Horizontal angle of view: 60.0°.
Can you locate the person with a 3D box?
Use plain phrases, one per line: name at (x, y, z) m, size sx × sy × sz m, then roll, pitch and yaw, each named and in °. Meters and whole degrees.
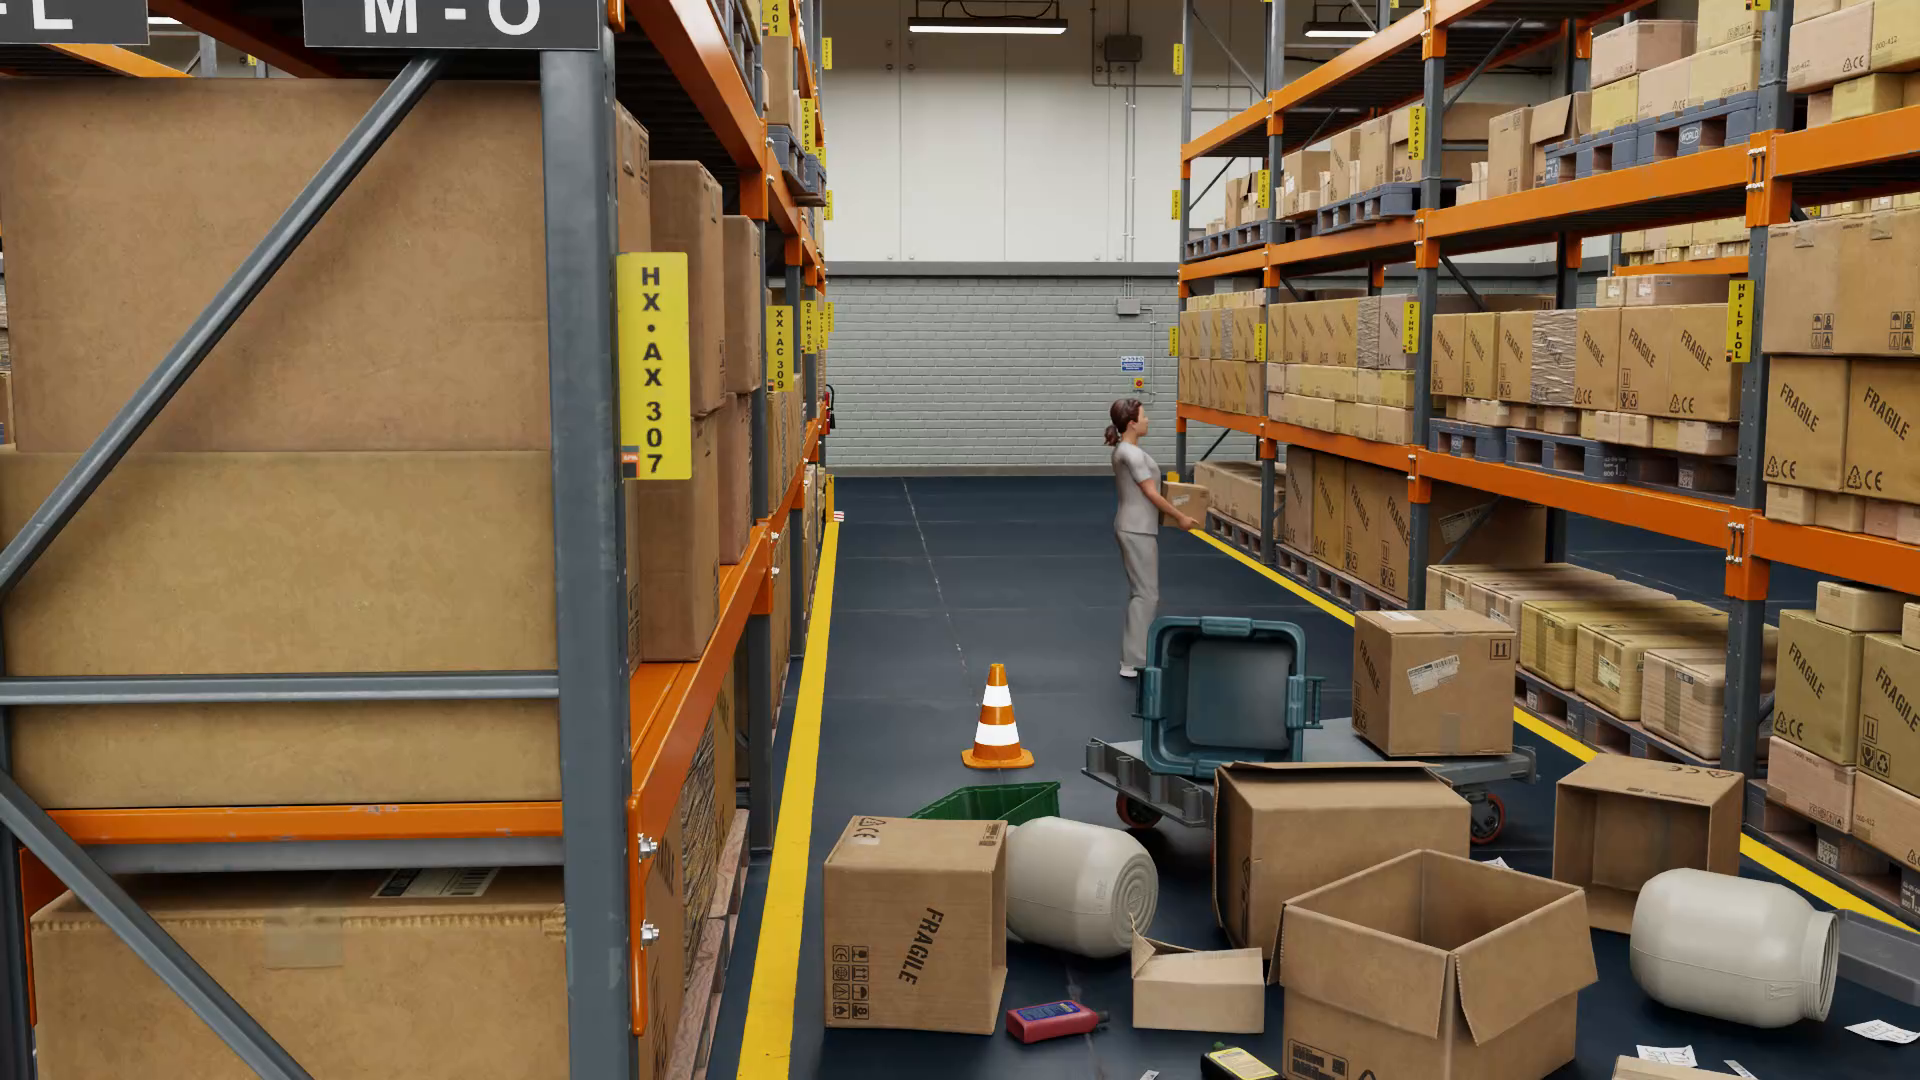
person at (1.134, -0.022, 9.985) m, size 0.561 × 1.662 × 0.436 m, roll 0°, pitch 7°, yaw -3°
